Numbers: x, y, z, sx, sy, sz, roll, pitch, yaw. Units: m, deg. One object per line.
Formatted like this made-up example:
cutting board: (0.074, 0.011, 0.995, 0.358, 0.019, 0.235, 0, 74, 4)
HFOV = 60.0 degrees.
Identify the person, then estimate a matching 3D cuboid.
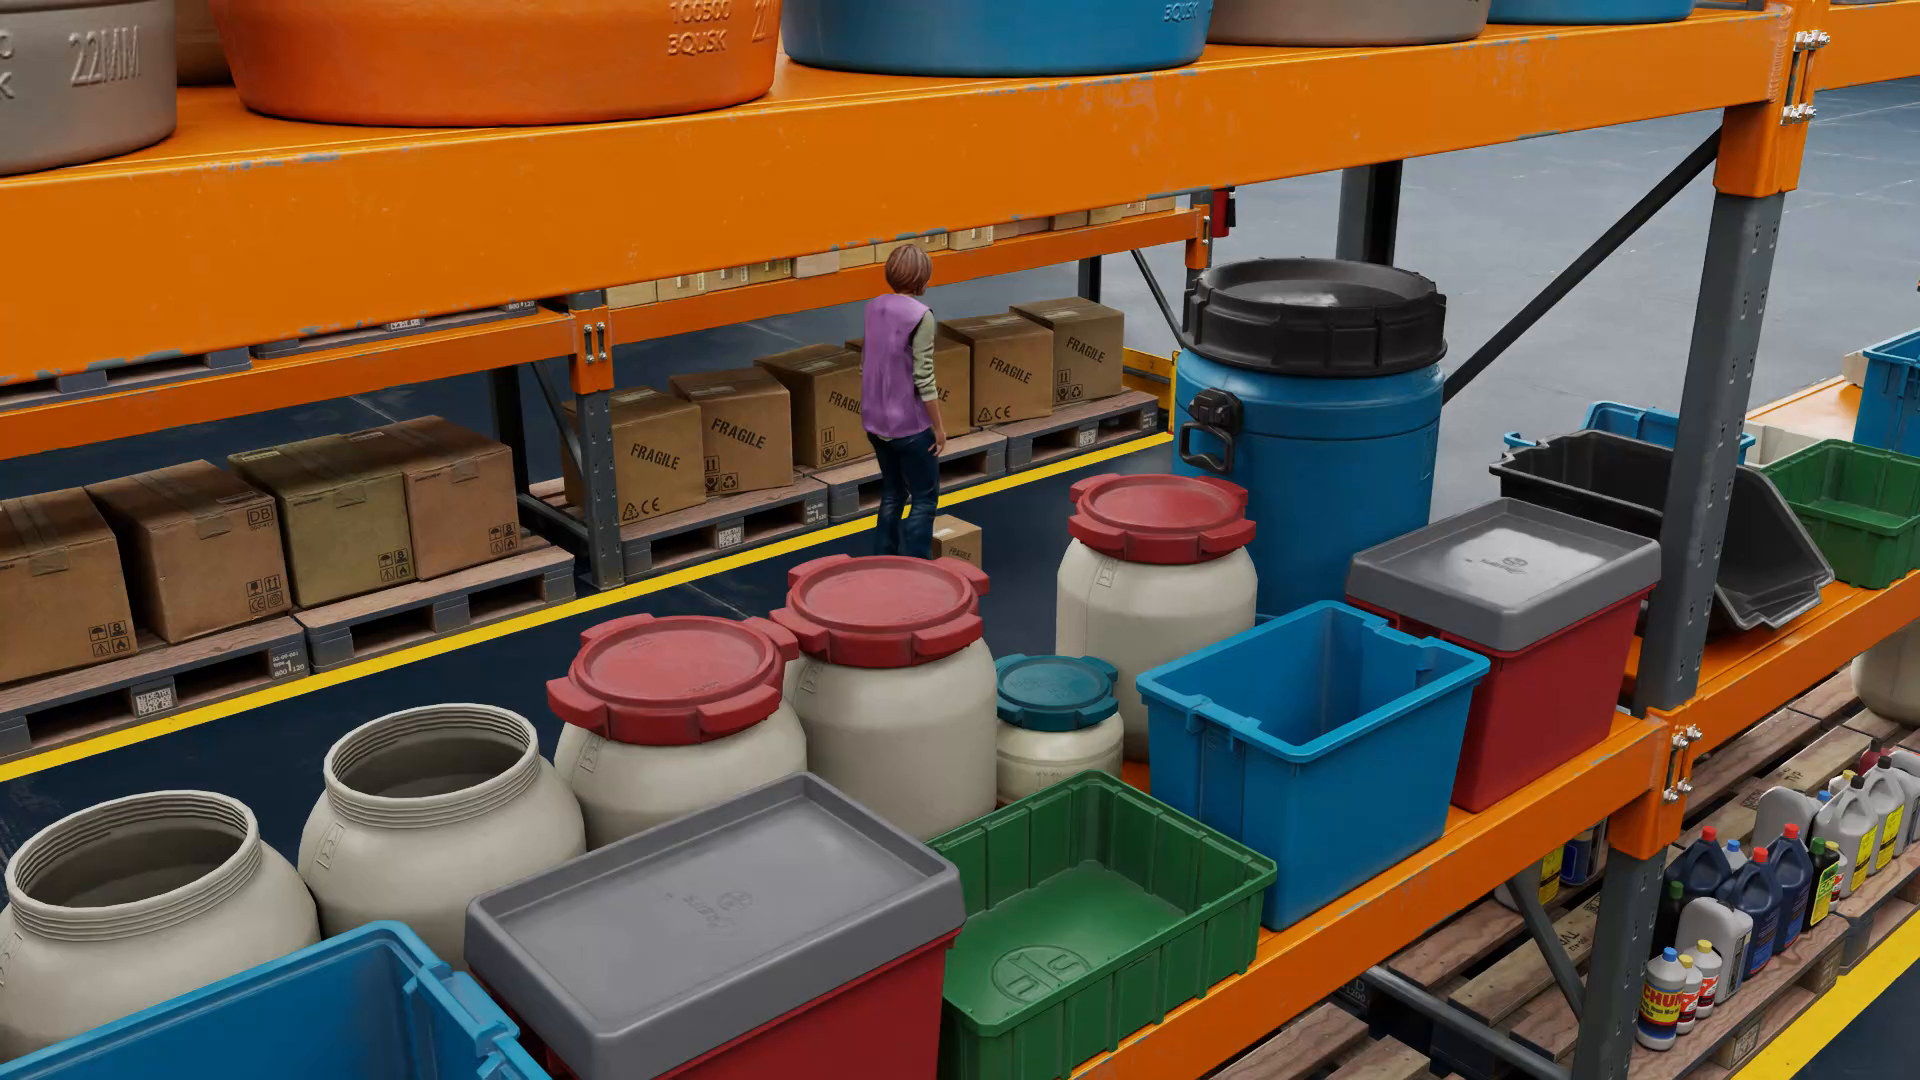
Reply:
person: (-0.250, -0.512, 7.413, 0.346, 1.592, 0.480, -19, 28, -40)
